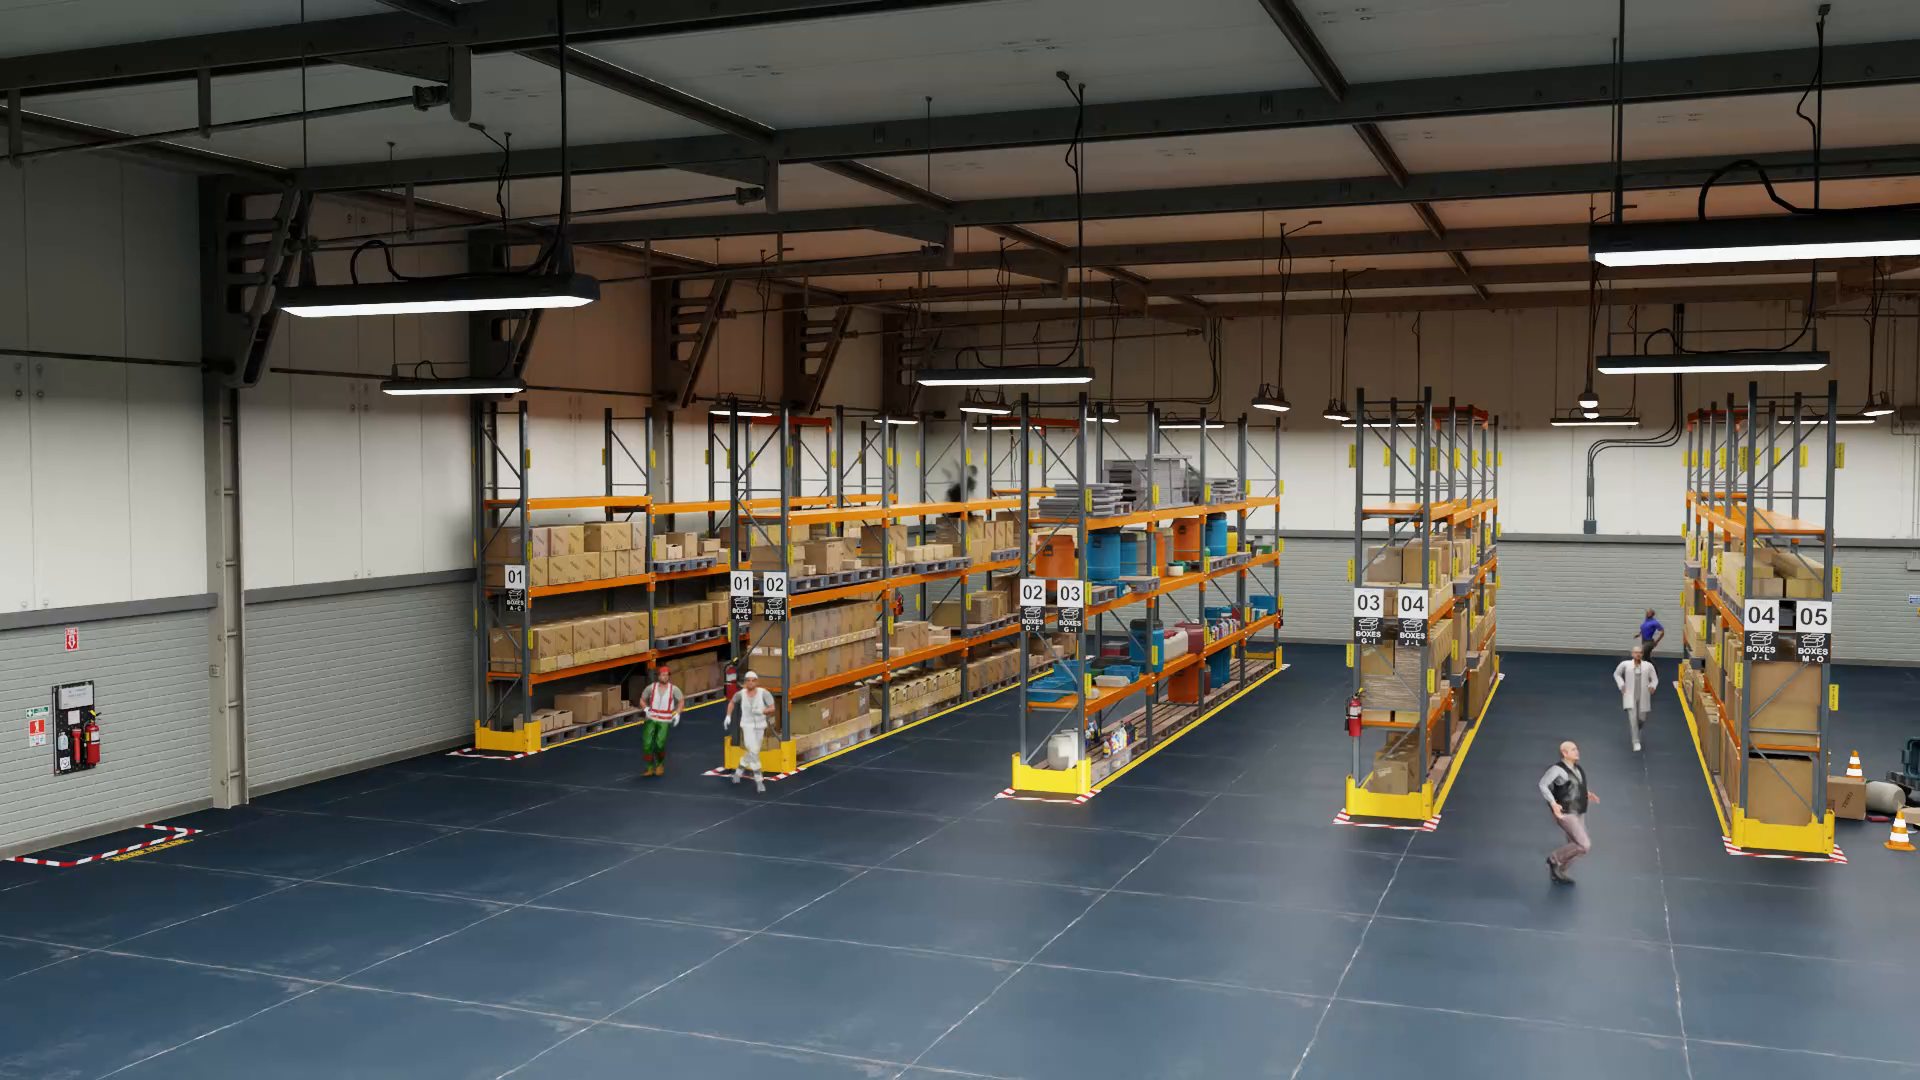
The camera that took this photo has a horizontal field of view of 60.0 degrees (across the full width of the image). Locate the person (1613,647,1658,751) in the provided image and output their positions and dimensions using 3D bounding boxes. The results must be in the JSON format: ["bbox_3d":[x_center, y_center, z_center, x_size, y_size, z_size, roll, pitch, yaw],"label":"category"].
[{"bbox_3d":[11.732,2.732,28.866,0.711,1.769,0.899,1,3,16],"label":"person"}]

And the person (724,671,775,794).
[{"bbox_3d":[-3.171,2.888,25.211,0.721,1.803,0.833,-1,3,-21],"label":"person"}]

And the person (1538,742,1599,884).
[{"bbox_3d":[7.169,3.205,19.450,0.644,1.680,0.591,-2,4,-41],"label":"person"}]

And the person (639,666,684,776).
[{"bbox_3d":[-4.752,2.861,26.297,0.678,1.723,0.577,0,3,5],"label":"person"}]

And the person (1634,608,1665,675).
[{"bbox_3d":[15.479,2.362,37.461,0.825,1.665,0.661,0,3,-2],"label":"person"}]
